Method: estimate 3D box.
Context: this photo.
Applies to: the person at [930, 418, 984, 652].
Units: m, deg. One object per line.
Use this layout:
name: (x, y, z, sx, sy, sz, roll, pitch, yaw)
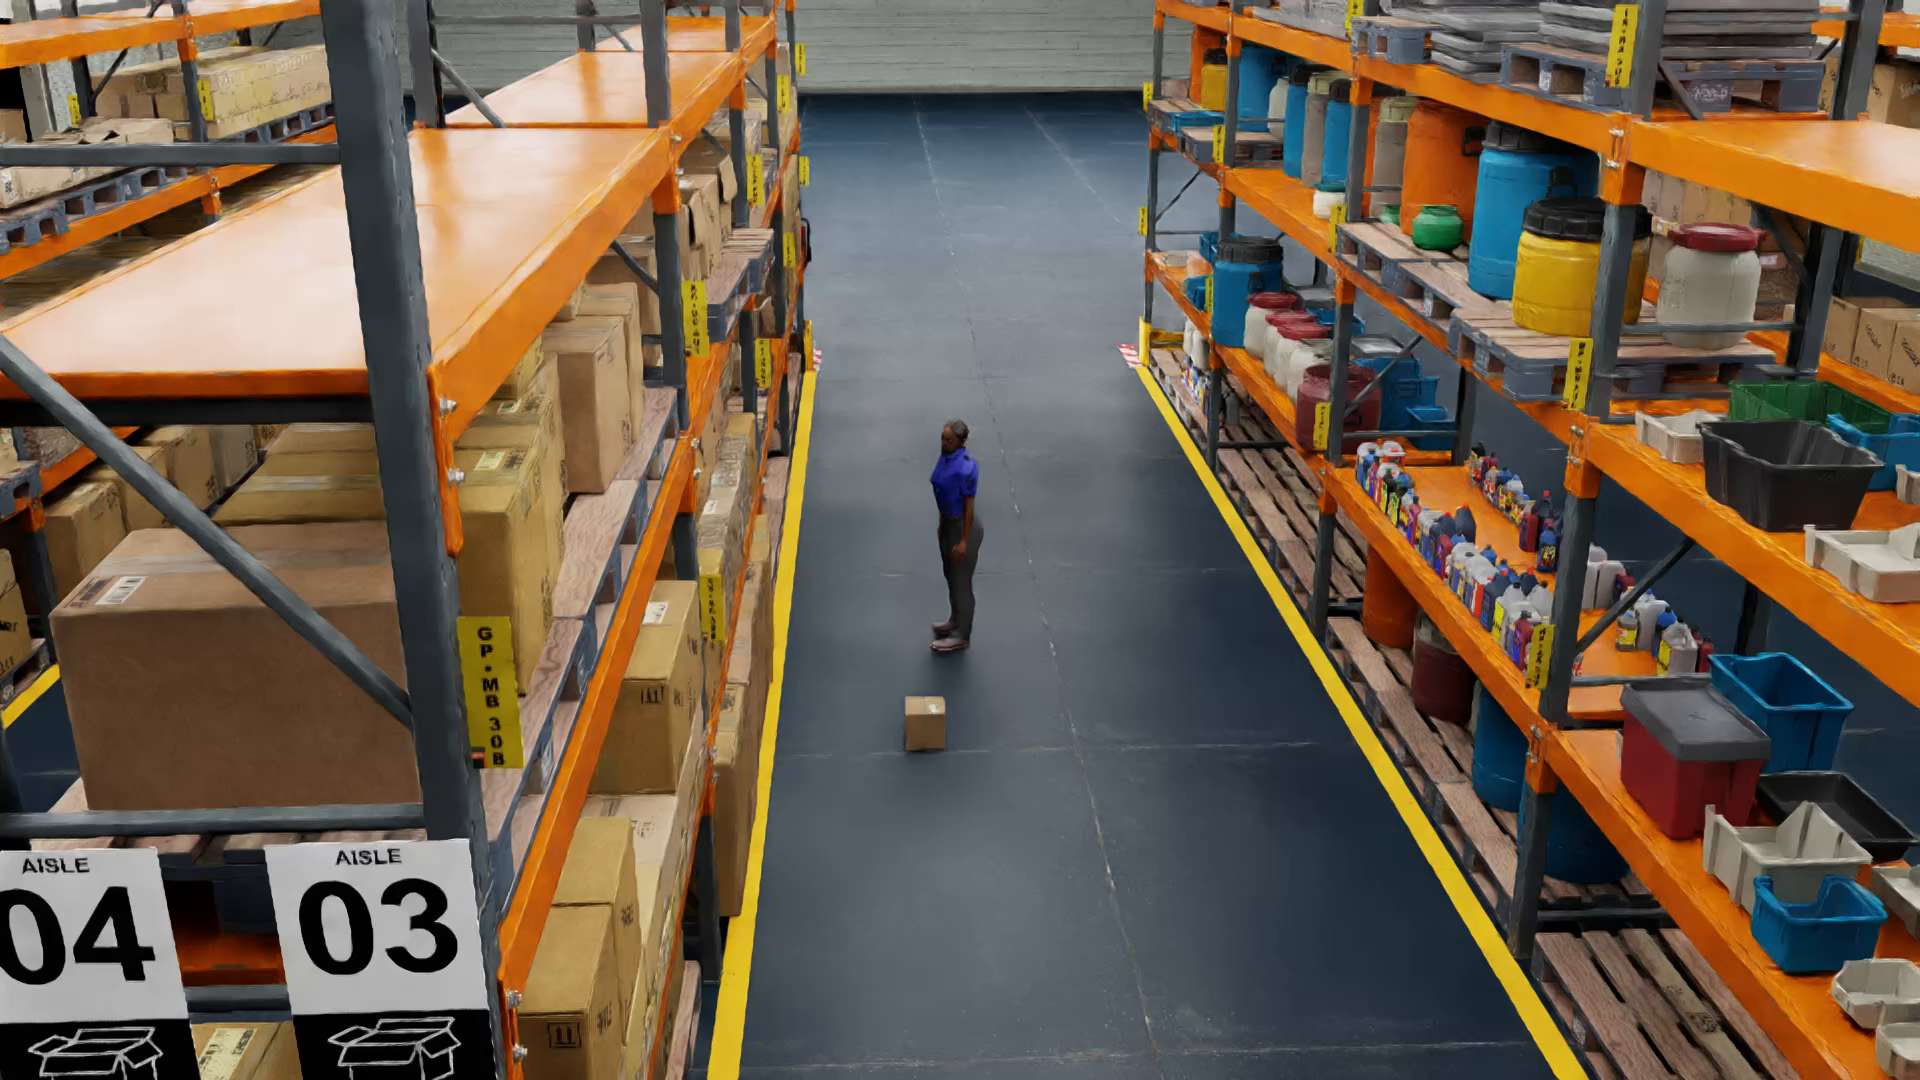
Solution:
person: (-0.070, -0.050, 11.647, 0.437, 1.666, 0.535, -9, 22, -23)
